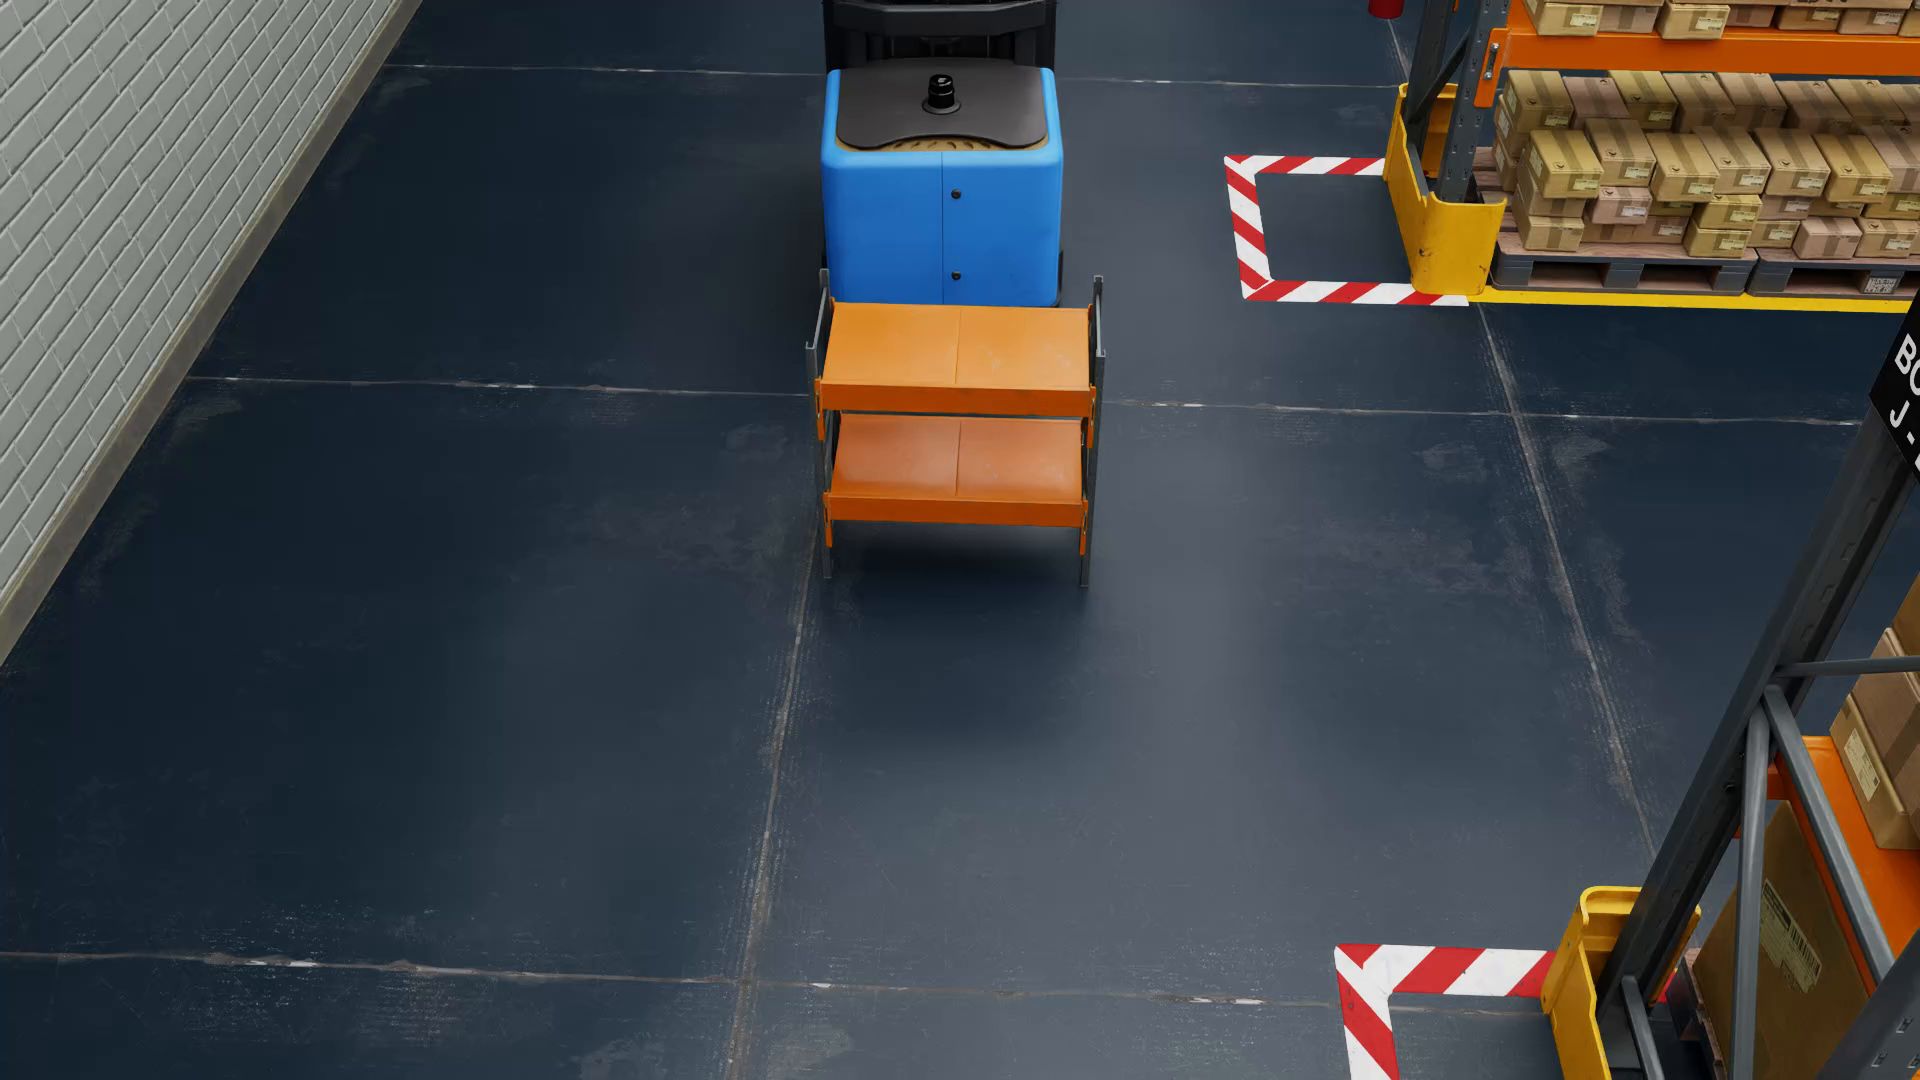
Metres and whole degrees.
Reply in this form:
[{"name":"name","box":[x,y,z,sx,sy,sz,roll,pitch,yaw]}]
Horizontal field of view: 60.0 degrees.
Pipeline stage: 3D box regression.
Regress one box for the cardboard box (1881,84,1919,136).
[{"name":"cardboard box","box":[4.661,-2.067,8.116,0.250,0.149,0.380,0,43,0]}]

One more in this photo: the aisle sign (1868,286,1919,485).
[{"name":"aisle sign","box":[1.932,-0.463,3.139,0.004,0.787,0.394,2,43,2]}]

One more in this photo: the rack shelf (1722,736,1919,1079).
[{"name":"rack shelf","box":[3.989,1.020,3.983,4.000,0.370,1.077,2,43,2]}]

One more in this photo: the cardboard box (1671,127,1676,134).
[{"name":"cardboard box","box":[3.638,-1.984,8.244,0.250,0.149,0.380,1,43,1]}]

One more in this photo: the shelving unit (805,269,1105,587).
[{"name":"shelving unit","box":[-0.007,-0.412,6.367,1.048,1.125,0.538,2,43,2]}]

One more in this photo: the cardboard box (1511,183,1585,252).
[{"name":"cardboard box","box":[2.824,-1.556,8.003,0.250,0.149,0.380,3,43,3]}]

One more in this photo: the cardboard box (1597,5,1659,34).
[{"name":"cardboard box","box":[2.880,-2.375,7.283,0.250,0.149,0.380,3,43,3]}]

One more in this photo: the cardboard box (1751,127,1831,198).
[{"name":"cardboard box","box":[3.878,-1.772,7.799,0.250,0.149,0.380,3,43,4]}]

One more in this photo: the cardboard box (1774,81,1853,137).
[{"name":"cardboard box","box":[4.153,-2.091,8.140,0.250,0.149,0.380,0,43,0]}]

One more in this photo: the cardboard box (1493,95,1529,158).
[{"name":"cardboard box","box":[2.855,-2.077,8.344,0.250,0.149,0.380,1,43,1]}]

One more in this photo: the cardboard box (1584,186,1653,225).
[{"name":"cardboard box","box":[3.098,-1.661,7.898,0.250,0.149,0.380,2,43,2]}]

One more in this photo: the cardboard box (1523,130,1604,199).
[{"name":"cardboard box","box":[2.823,-1.760,7.786,0.250,0.149,0.380,0,43,0]}]

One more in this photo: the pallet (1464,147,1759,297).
[{"name":"pallet","box":[3.201,-1.608,8.321,1.213,0.211,1.003,2,43,2]}]

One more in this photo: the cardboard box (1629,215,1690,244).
[{"name":"cardboard box","box":[3.338,-1.601,8.051,0.250,0.149,0.380,2,43,2]}]

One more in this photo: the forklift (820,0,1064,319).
[{"name":"forklift","box":[-0.099,-2.887,7.699,1.130,2.935,3.031,-1,43,-1]}]

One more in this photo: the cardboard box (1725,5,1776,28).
[{"name":"cardboard box","box":[3.412,-2.415,7.326,0.250,0.149,0.380,4,43,4]}]

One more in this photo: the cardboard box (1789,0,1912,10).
[{"name":"cardboard box","box":[3.776,-2.600,7.049,0.500,0.500,0.500,2,43,2]}]

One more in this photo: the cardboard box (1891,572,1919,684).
[{"name":"cardboard box","box":[2.489,0.203,3.674,0.500,0.500,0.500,2,43,2]}]

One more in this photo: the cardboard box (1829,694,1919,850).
[{"name":"cardboard box","box":[2.361,0.574,4.118,0.250,0.149,0.380,3,43,3]}]

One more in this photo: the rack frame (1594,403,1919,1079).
[{"name":"rack frame","box":[1.991,0.695,3.803,0.127,3.000,1.000,2,43,2]}]

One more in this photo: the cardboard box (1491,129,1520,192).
[{"name":"cardboard box","box":[2.850,-1.916,8.389,0.250,0.149,0.380,2,43,3]}]

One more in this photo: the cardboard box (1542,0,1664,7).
[{"name":"cardboard box","box":[2.751,-2.623,7.073,0.500,0.500,0.500,4,43,4]}]

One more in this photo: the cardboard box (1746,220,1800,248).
[{"name":"cardboard box","box":[3.847,-1.575,8.024,0.250,0.149,0.380,2,43,2]}]

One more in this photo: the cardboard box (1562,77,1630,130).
[{"name":"cardboard box","box":[3.104,-2.117,8.169,0.250,0.149,0.380,3,43,3]}]

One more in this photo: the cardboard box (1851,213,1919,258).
[{"name":"cardboard box","box":[4.370,-1.517,7.962,0.250,0.149,0.380,2,43,2]}]

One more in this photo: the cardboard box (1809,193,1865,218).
[{"name":"cardboard box","box":[4.140,-1.708,7.948,0.250,0.149,0.380,4,43,4]}]

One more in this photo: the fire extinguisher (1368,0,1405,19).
[{"name":"fire extinguisher","box":[2.084,-2.837,7.925,0.183,0.674,0.296,2,43,2]}]

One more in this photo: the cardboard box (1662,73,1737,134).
[{"name":"cardboard box","box":[3.624,-2.144,8.198,0.250,0.149,0.380,0,43,0]}]

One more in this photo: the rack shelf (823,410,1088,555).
[{"name":"rack shelf","box":[-0.007,-0.233,6.533,1.000,0.278,0.538,2,43,2]}]

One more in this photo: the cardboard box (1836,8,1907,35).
[{"name":"cardboard box","box":[3.927,-2.363,7.271,0.250,0.149,0.380,1,43,1]}]

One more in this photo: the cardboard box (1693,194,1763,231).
[{"name":"cardboard box","box":[3.598,-1.632,7.866,0.250,0.149,0.380,3,43,3]}]

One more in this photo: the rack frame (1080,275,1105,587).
[{"name":"rack frame","box":[0.501,-0.396,6.350,0.032,1.125,0.500,2,43,2]}]

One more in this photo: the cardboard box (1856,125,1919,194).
[{"name":"cardboard box","box":[4.394,-1.791,7.819,0.250,0.149,0.380,2,43,2]}]

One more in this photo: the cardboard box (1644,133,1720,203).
[{"name":"cardboard box","box":[3.350,-1.739,7.763,0.250,0.149,0.380,2,43,2]}]

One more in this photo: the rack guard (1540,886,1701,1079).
[{"name":"rack guard","box":[1.967,1.609,4.656,0.348,0.500,1.175,2,43,2]}]
